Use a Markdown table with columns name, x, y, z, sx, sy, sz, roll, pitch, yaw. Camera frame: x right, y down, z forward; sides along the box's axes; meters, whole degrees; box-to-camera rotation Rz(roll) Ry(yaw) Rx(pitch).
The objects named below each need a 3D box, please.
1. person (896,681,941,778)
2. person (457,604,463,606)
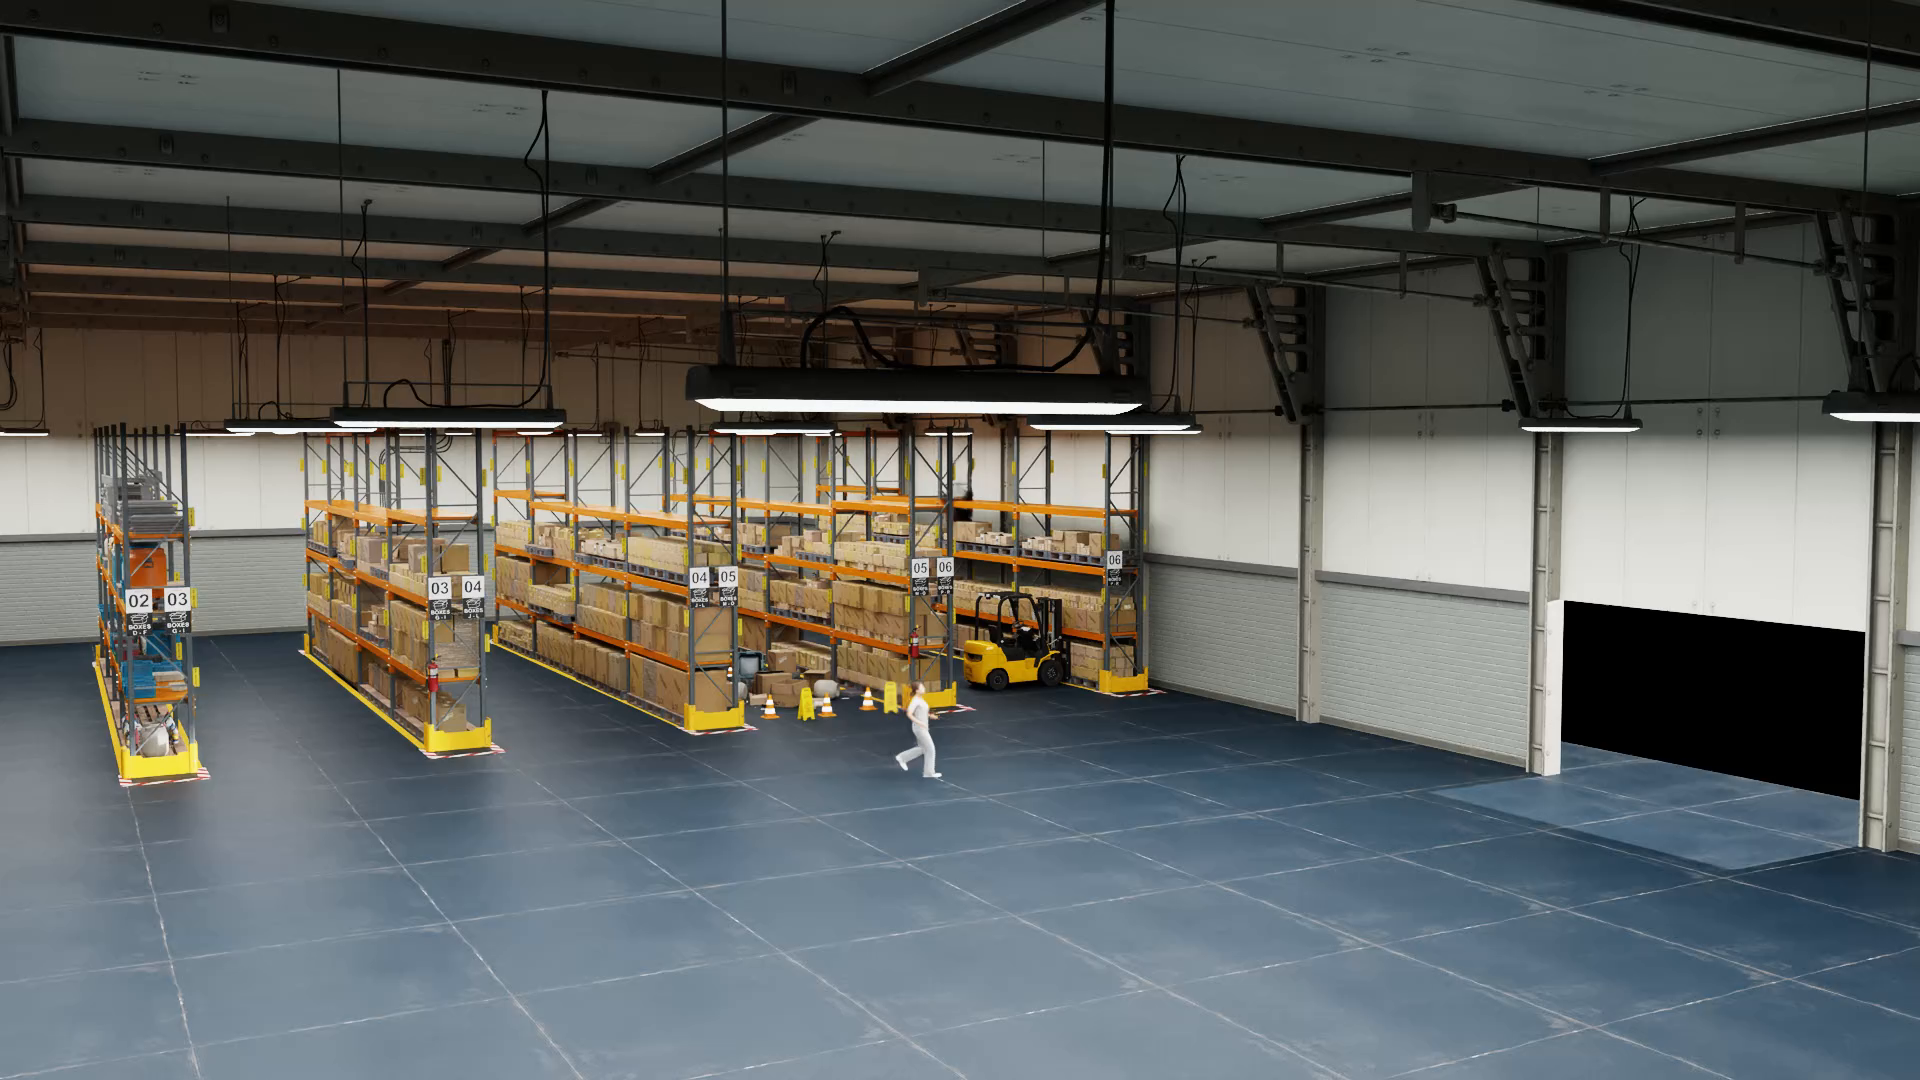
| name | x | y | z | sx | sy | sz | roll | pitch | yaw |
| --- | --- | --- | --- | --- | --- | --- | --- | --- | --- |
| person | -0.710 | 3.199 | 28.103 | 0.802 | 1.635 | 0.575 | 1 | 3 | 9 |
| person | -13.868 | 2.185 | 45.594 | 0.709 | 1.622 | 0.704 | -1 | 4 | -17 |
